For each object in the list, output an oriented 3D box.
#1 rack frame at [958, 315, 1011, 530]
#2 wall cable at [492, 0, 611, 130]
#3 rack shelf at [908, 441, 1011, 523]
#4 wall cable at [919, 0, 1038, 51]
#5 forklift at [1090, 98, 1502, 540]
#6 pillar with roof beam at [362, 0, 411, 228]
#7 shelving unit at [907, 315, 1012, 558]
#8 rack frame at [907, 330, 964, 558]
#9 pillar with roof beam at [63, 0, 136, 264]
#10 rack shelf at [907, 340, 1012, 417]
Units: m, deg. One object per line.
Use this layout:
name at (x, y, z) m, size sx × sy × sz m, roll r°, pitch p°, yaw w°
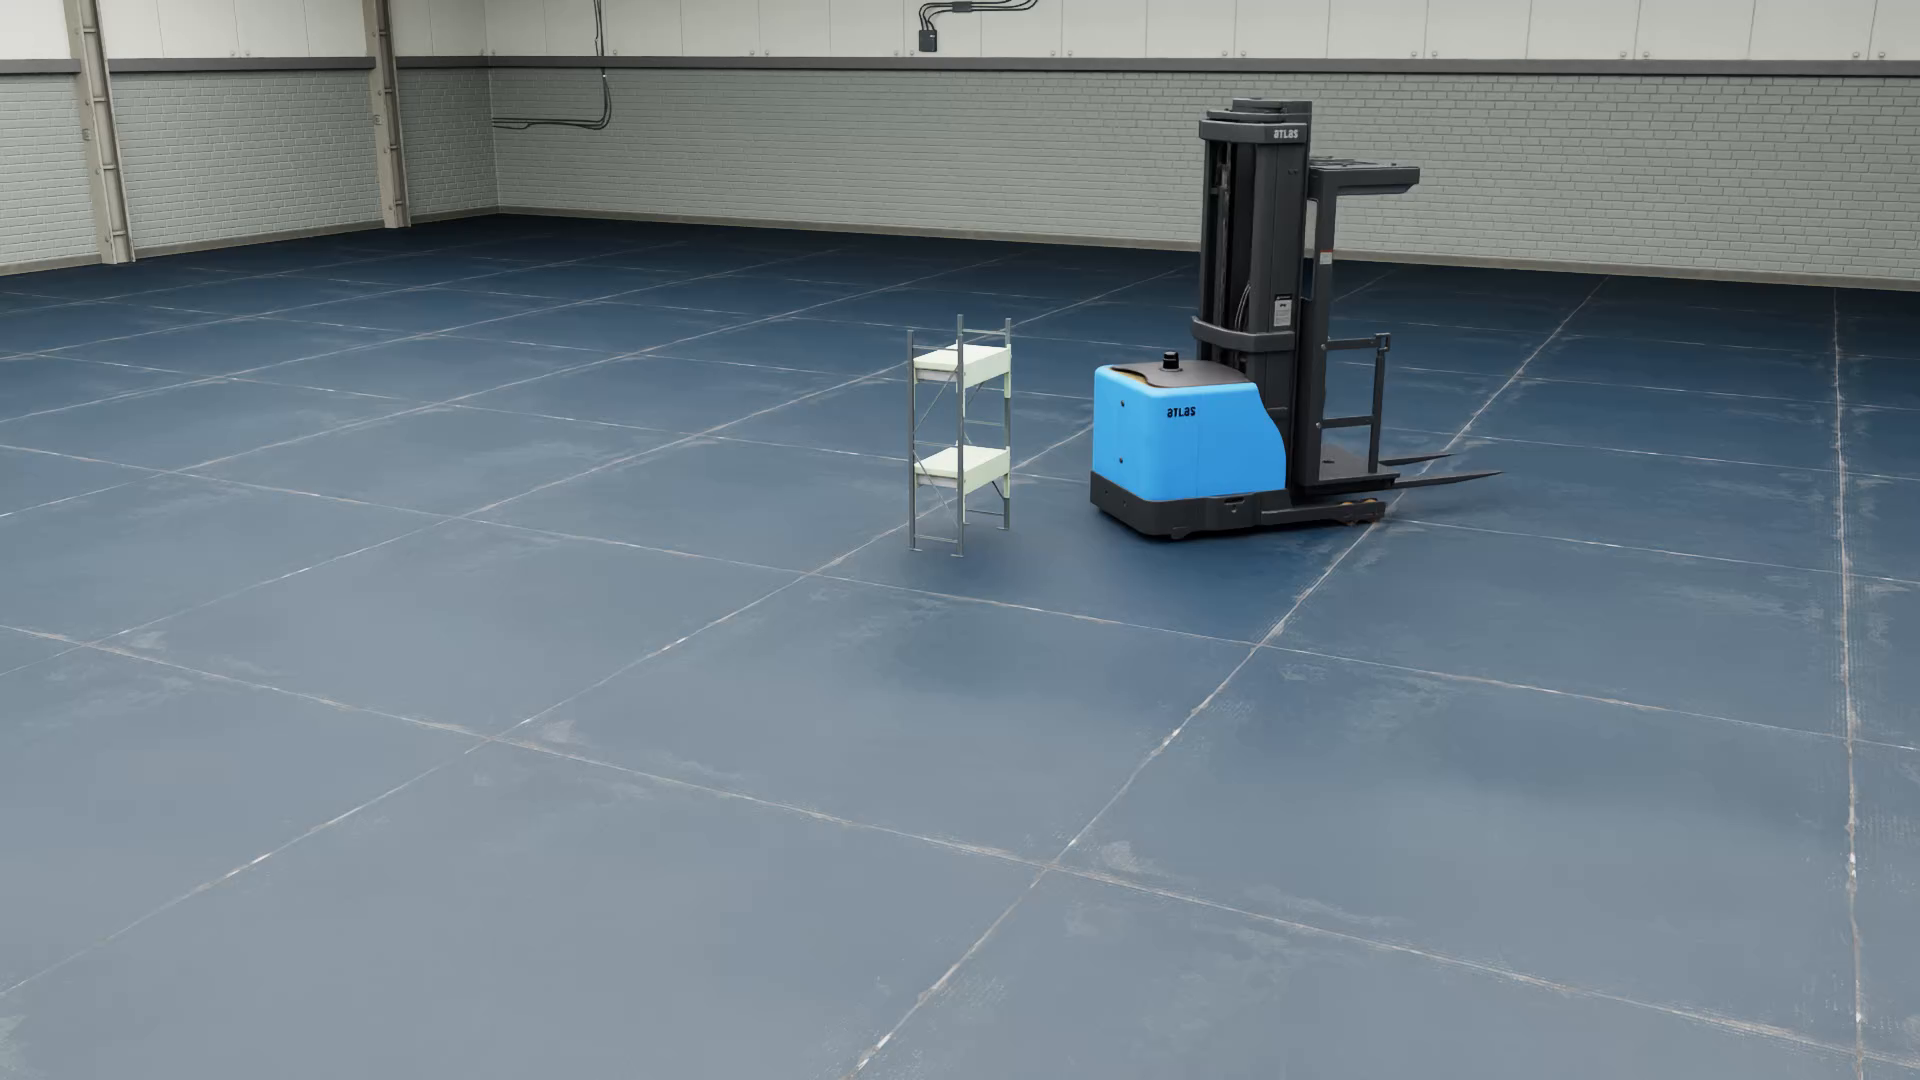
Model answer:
rack frame at (0.167, -0.814, 11.630) m, size 0.400 × 1.500 × 0.023 m, roll 8°, pitch 18°, yaw 25°
wall cable at (-8.156, -9.340, 32.618) m, size 3.097 × 2.526 × 0.112 m, roll 8°, pitch 18°, yaw 25°
rack shelf at (0.003, -0.408, 11.409) m, size 0.431 × 0.370 × 0.720 m, roll 8°, pitch 18°, yaw 25°
wall cable at (0.330, -11.247, 27.612) m, size 2.305 × 6.003 × 0.169 m, roll 8°, pitch 18°, yaw 25°
forklift at (2.528, -1.644, 11.913) m, size 3.031 × 2.935 × 1.130 m, roll -6°, pitch 18°, yaw -19°
pillar with roof beam at (-6.804, -9.698, 28.372) m, size 9.100 × 9.000 × 0.400 m, roll 8°, pitch 18°, yaw 25°
shelving unit at (0.003, -0.721, 11.317) m, size 0.431 × 1.500 × 0.755 m, roll 8°, pitch 18°, yaw 25°
rack frame at (-0.161, -0.627, 11.003) m, size 0.400 × 1.500 × 0.023 m, roll 8°, pitch 18°, yaw 25°
pillar with roof beam at (-9.485, -8.170, 23.226) m, size 9.100 × 9.000 × 0.400 m, roll 8°, pitch 18°, yaw 25°
rack shelf at (0.003, -1.095, 11.205) m, size 0.431 × 0.370 × 0.720 m, roll 8°, pitch 18°, yaw 25°
